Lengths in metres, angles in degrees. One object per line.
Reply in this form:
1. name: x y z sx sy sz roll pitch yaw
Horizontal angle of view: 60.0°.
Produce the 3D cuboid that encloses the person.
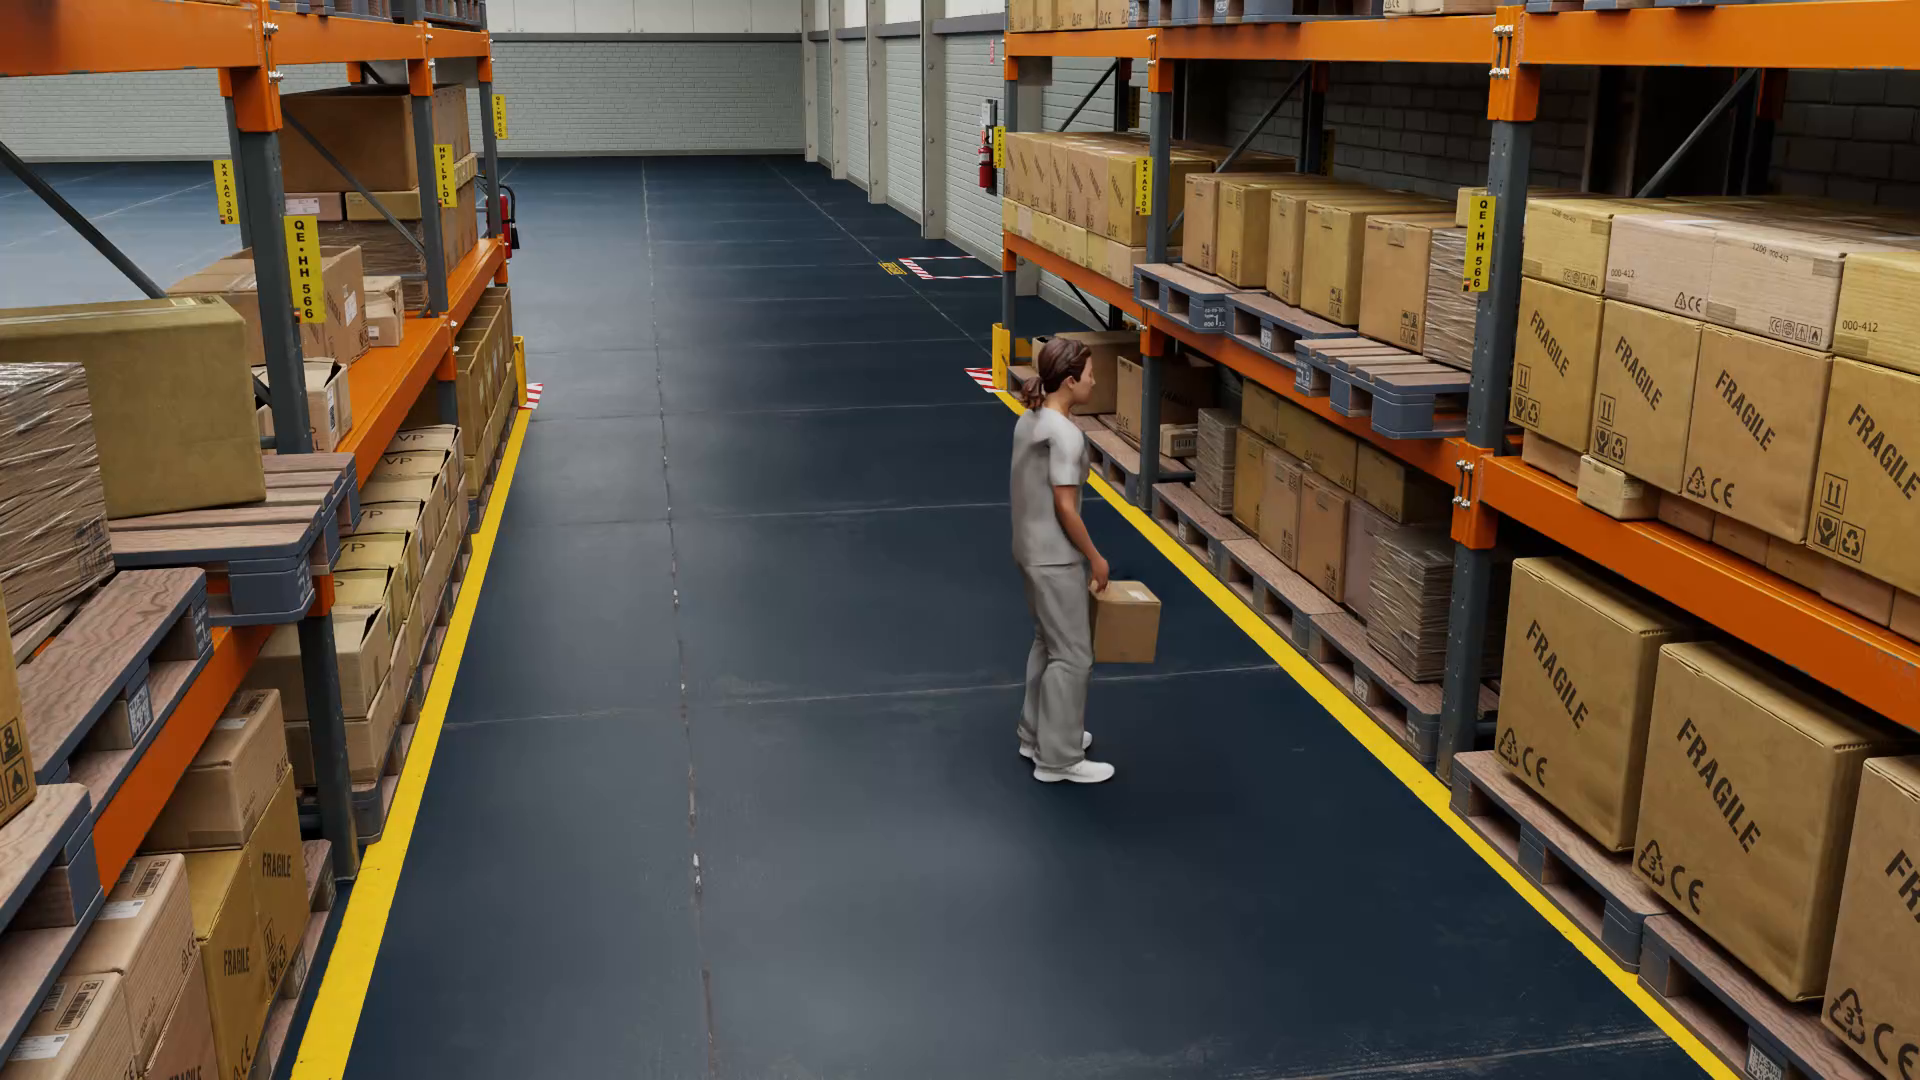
1. person: 0.377 0.070 6.297 0.364 1.676 0.473 -4 17 -12
